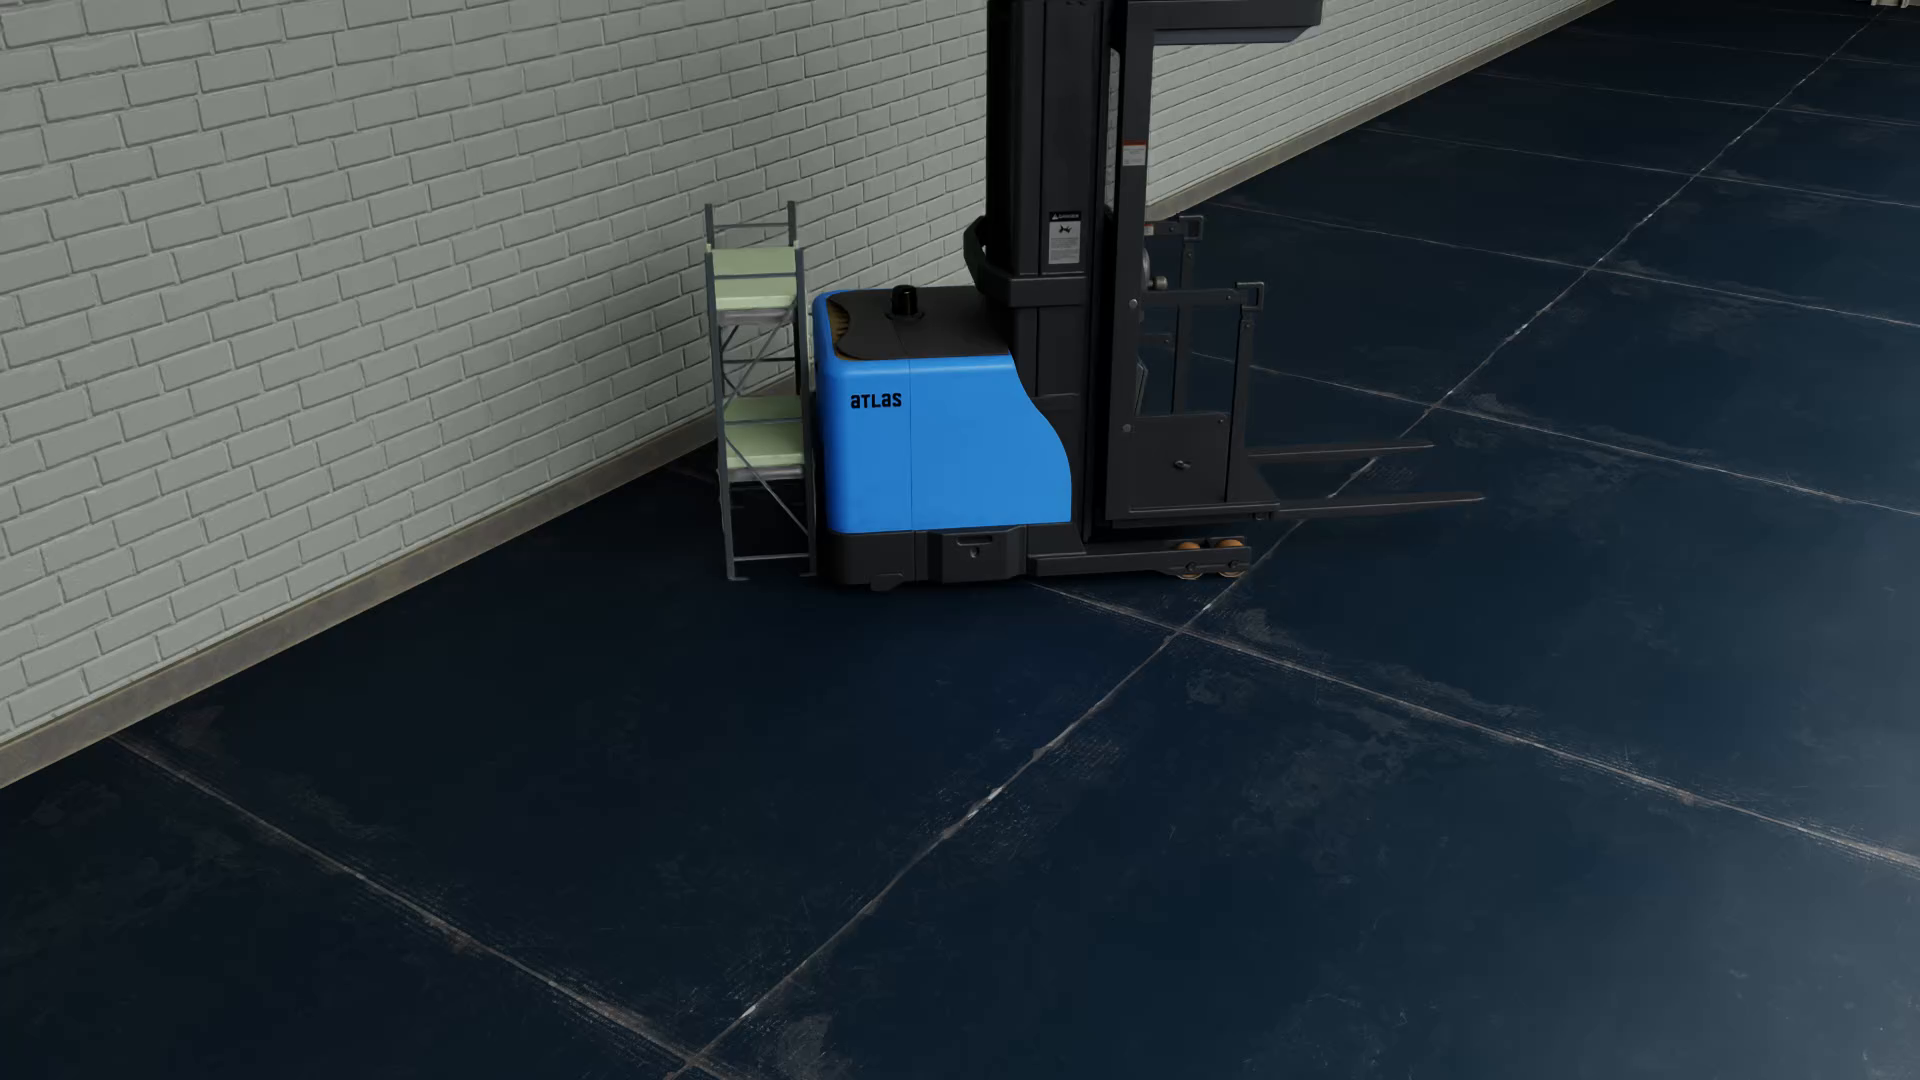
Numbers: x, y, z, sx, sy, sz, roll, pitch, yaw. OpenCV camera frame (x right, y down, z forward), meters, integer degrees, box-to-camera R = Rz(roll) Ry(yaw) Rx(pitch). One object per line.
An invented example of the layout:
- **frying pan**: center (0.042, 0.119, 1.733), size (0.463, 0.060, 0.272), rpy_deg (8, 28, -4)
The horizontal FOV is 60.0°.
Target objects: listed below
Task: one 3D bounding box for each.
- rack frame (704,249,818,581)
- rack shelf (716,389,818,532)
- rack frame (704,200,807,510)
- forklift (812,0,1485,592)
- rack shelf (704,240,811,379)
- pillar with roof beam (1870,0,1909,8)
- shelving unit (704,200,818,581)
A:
- **rack frame**: center (-0.836, -0.501, 7.081), size (0.400, 1.500, 0.023), rpy_deg (-4, 27, -7)
- **rack shelf**: center (-0.885, -0.375, 7.553), size (0.431, 0.370, 0.720), rpy_deg (-4, 27, -7)
- **rack frame**: center (-0.934, -0.830, 7.728), size (0.400, 1.500, 0.023), rpy_deg (-4, 27, -7)
- **forklift**: center (0.867, -1.363, 7.196), size (3.031, 2.935, 1.130), rpy_deg (-3, 27, -6)
- **rack shelf**: center (-0.885, -1.014, 7.228), size (0.431, 0.370, 0.720), rpy_deg (-4, 27, -7)
- **pillar with roof beam**: center (9.351, -9.190, 15.888), size (0.400, 9.000, 9.100), rpy_deg (17, 32, 30)
- **shelving unit**: center (-0.885, -0.666, 7.405), size (0.431, 1.500, 0.755), rpy_deg (-4, 27, -7)
